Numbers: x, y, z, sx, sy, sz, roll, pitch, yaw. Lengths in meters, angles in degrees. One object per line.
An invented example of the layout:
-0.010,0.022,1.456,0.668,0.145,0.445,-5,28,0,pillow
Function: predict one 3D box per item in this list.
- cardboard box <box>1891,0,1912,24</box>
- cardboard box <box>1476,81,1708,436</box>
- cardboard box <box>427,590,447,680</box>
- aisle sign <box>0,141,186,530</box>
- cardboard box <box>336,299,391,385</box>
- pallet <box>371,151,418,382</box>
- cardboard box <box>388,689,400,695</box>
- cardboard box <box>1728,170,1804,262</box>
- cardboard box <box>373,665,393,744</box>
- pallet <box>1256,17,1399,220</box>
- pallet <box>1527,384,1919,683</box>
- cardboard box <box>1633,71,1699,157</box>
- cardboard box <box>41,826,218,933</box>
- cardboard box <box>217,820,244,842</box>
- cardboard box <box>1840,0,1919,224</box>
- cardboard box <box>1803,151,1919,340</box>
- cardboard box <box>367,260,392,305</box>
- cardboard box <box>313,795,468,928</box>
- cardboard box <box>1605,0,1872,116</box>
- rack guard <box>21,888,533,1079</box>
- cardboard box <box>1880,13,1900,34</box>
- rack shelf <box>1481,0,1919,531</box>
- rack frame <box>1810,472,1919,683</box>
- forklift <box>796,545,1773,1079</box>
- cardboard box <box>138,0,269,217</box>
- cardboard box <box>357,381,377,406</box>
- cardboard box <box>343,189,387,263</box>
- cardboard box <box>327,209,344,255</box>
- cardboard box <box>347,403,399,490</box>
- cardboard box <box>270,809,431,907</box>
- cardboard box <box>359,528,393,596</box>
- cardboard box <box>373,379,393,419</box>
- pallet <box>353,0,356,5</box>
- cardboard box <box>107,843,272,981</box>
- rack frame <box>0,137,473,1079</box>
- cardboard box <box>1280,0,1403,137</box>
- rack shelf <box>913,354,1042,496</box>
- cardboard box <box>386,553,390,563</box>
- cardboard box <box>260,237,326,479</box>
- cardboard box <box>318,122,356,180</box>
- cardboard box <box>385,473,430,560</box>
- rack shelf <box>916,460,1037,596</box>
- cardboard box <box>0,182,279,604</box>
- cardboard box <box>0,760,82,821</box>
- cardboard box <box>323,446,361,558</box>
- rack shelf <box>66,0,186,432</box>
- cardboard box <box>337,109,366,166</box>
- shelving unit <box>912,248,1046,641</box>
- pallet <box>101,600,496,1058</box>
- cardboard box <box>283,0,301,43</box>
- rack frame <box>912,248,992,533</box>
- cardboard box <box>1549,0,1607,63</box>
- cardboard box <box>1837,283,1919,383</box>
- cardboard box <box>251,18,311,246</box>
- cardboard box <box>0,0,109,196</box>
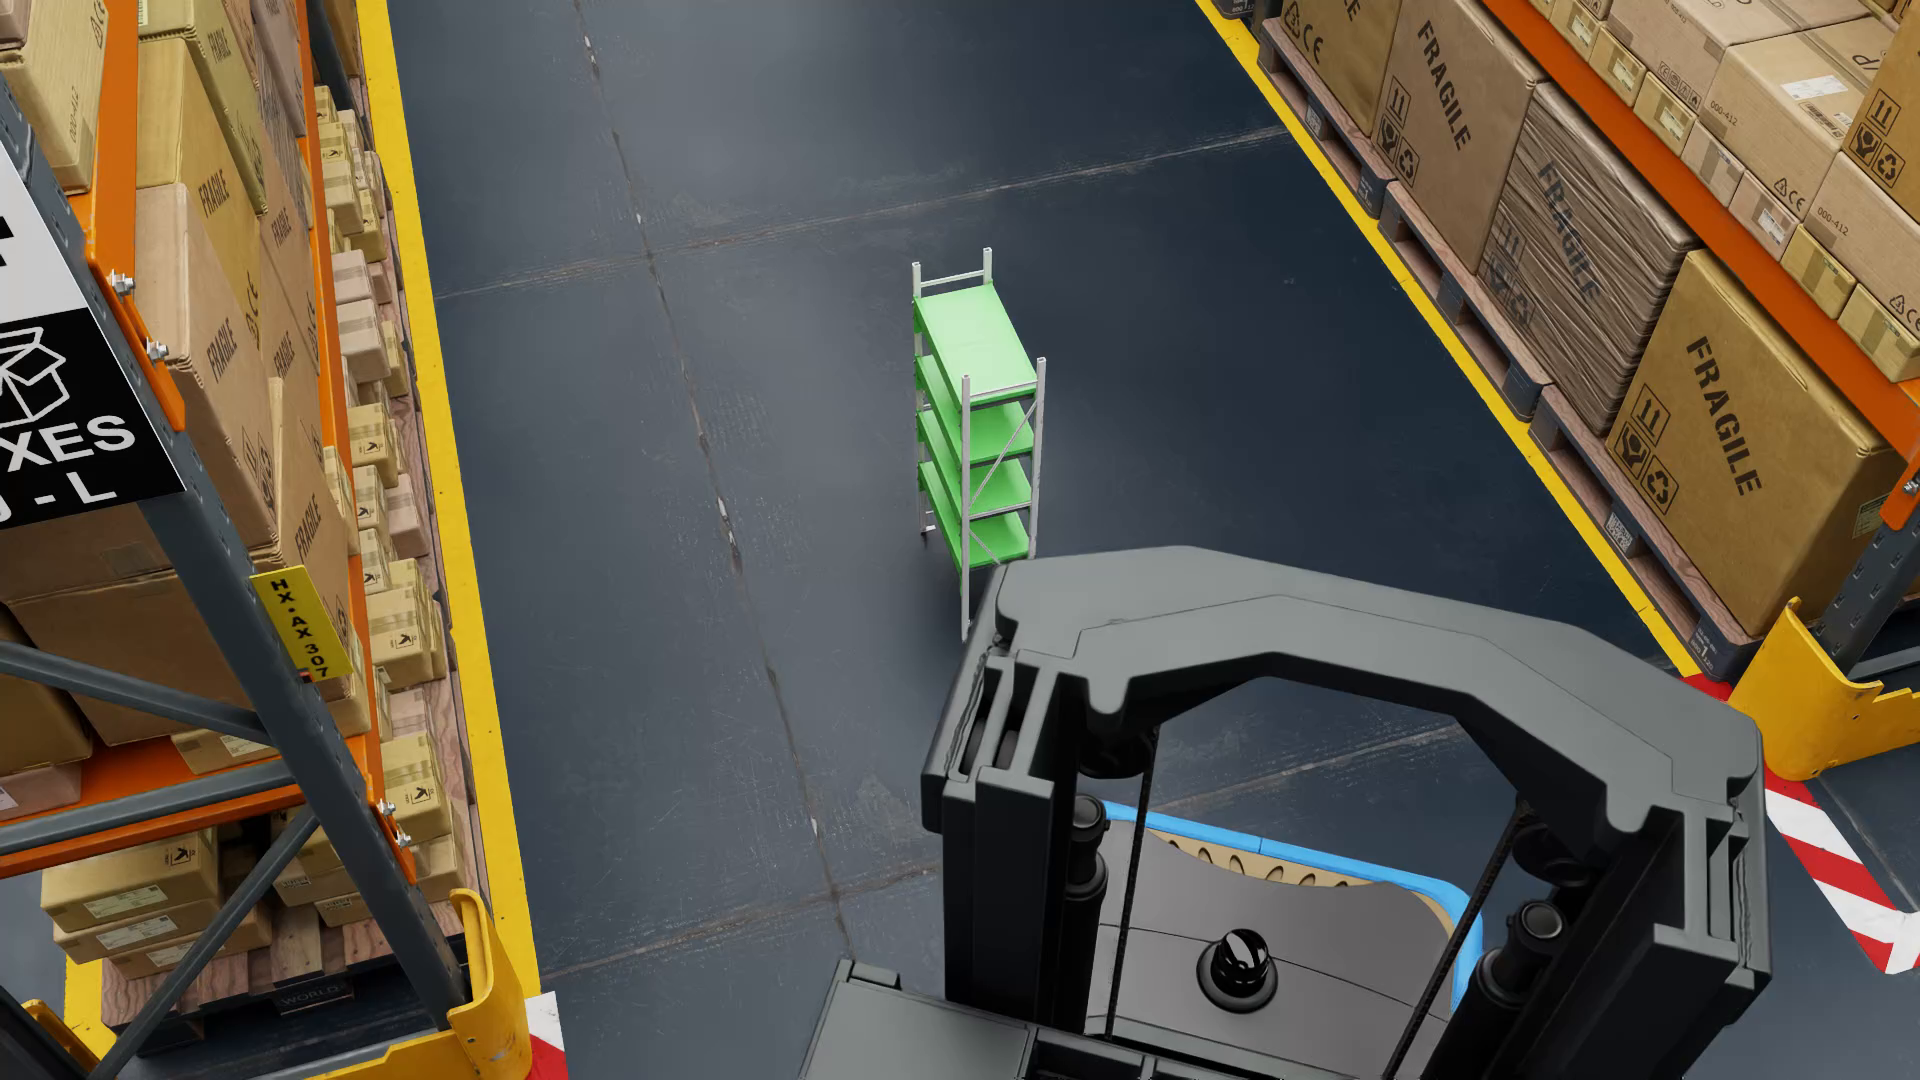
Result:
2.997,-1.550,4.508,0.500,0.500,0.500,-14,51,-12,cardboard box
2.495,-1.049,5.787,0.875,0.875,0.875,-13,51,-11,cardboard box
-1.794,0.328,5.102,0.380,0.149,0.250,-13,51,-11,cardboard box
-1.431,-0.289,2.332,0.394,0.787,0.004,-13,51,-11,aisle sign
-2.112,-0.629,5.520,0.380,0.149,0.250,-15,51,-12,cardboard box
-2.689,-0.977,6.435,1.003,0.211,1.213,-13,51,-11,pallet
-1.832,0.439,4.814,0.380,0.149,0.250,-13,51,-11,cardboard box
2.457,-0.963,4.764,0.380,0.149,0.250,-13,51,-11,cardboard box
-1.766,0.521,4.549,0.380,0.149,0.250,-12,51,-10,cardboard box
1.997,-1.934,7.242,1.003,0.211,1.213,-13,51,-11,pallet
2.718,-0.152,5.740,1.003,0.211,1.213,-13,51,-11,pallet
2.306,-1.335,5.078,0.380,0.149,0.250,-14,51,-12,cardboard box
-2.137,0.826,4.293,0.380,0.149,0.250,-13,51,-11,cardboard box
-2.193,0.727,4.571,0.380,0.149,0.250,-14,51,-12,cardboard box
2.634,-1.070,4.103,0.500,0.500,0.500,-13,51,-11,cardboard box
2.632,-0.826,4.388,0.500,0.250,0.500,-14,51,-12,cardboard box
-2.343,-0.978,6.203,0.380,0.149,0.250,-15,51,-12,cardboard box
-1.588,0.892,4.626,0.380,0.149,0.250,-12,51,-10,cardboard box
2.332,-1.568,5.014,0.500,0.250,0.500,-15,51,-12,cardboard box
-1.761,1.313,4.316,1.175,0.500,0.348,-13,51,-11,rack guard
2.985,-1.322,4.806,0.500,0.250,0.500,-14,51,-11,cardboard box
2.438,-1.713,5.703,1.077,0.370,4.000,-13,51,-11,rack shelf
3.029,-0.484,4.196,1.000,3.000,0.127,-13,51,-11,rack frame
0.289,1.514,2.557,1.130,2.935,3.031,12,51,10,forklift
-1.906,-1.027,3.740,0.500,0.500,0.500,-14,51,-12,cardboard box
-2.202,-0.539,5.637,0.380,0.149,0.250,-16,52,-13,cardboard box
-2.337,-1.126,6.133,0.380,0.149,0.250,-15,51,-12,cardboard box
-2.372,-1.000,5.832,0.380,0.149,0.250,-12,51,-10,cardboard box
-1.977,-0.261,5.209,0.380,0.149,0.250,-13,51,-10,cardboard box
-1.648,0.810,4.500,0.380,0.149,0.250,-11,51,-9,cardboard box
-1.870,0.146,4.866,0.380,0.149,0.250,-16,52,-13,cardboard box
-2.161,-0.404,5.718,0.380,0.149,0.250,-12,51,-10,cardboard box
-3.518,-2.920,8.074,1.003,0.211,1.213,-13,51,-11,pallet
-2.094,1.010,4.527,0.380,0.149,0.250,-13,51,-10,cardboard box
-1.739,0.563,3.313,1.000,3.000,0.127,-13,51,-11,rack frame
1.965,-2.356,6.889,0.875,0.875,0.875,-13,51,-11,cardboard box
0.049,-0.379,5.055,0.258,0.148,0.480,-13,51,-11,rack shelf
-1.974,0.054,5.138,0.380,0.149,0.250,-16,52,-13,cardboard box
-1.790,-0.340,3.815,0.500,0.500,0.500,-13,51,-11,cardboard box
-2.454,-1.388,6.159,0.380,0.149,0.250,-13,51,-11,cardboard box
-1.951,-0.039,5.411,0.380,0.149,0.250,-16,52,-13,cardboard box
0.049,-0.070,5.422,0.258,0.148,0.480,-13,51,-11,rack shelf
-1.618,-0.275,3.106,0.500,0.500,0.500,-14,51,-11,cardboard box
-2.105,0.470,3.556,0.380,0.149,0.250,-13,51,-11,cardboard box
-1.665,-0.052,3.996,0.380,0.149,0.250,-15,51,-12,cardboard box
-2.330,-1.632,3.673,1.077,0.370,4.000,-13,51,-11,rack shelf
-2.525,-1.512,6.458,0.380,0.149,0.250,-12,51,-10,cardboard box
0.049,-0.266,5.189,0.258,1.200,0.503,-13,51,-11,shelving unit
-1.968,0.805,4.933,1.003,0.211,1.213,-13,51,-11,pallet
-2.356,-1.817,5.060,0.500,0.500,0.500,-15,51,-12,cardboard box
-0.023,-0.444,5.340,0.240,1.200,0.015,-13,51,-11,rack frame
2.158,-1.706,5.390,0.380,0.149,0.250,-12,51,-10,cardboard box
2.609,-0.589,4.449,0.380,0.149,0.250,-12,51,-10,cardboard box
-2.080,-1.072,4.432,0.500,0.500,0.500,-15,51,-12,cardboard box
-1.627,-0.741,2.549,0.500,0.250,0.500,-12,51,-10,cardboard box
